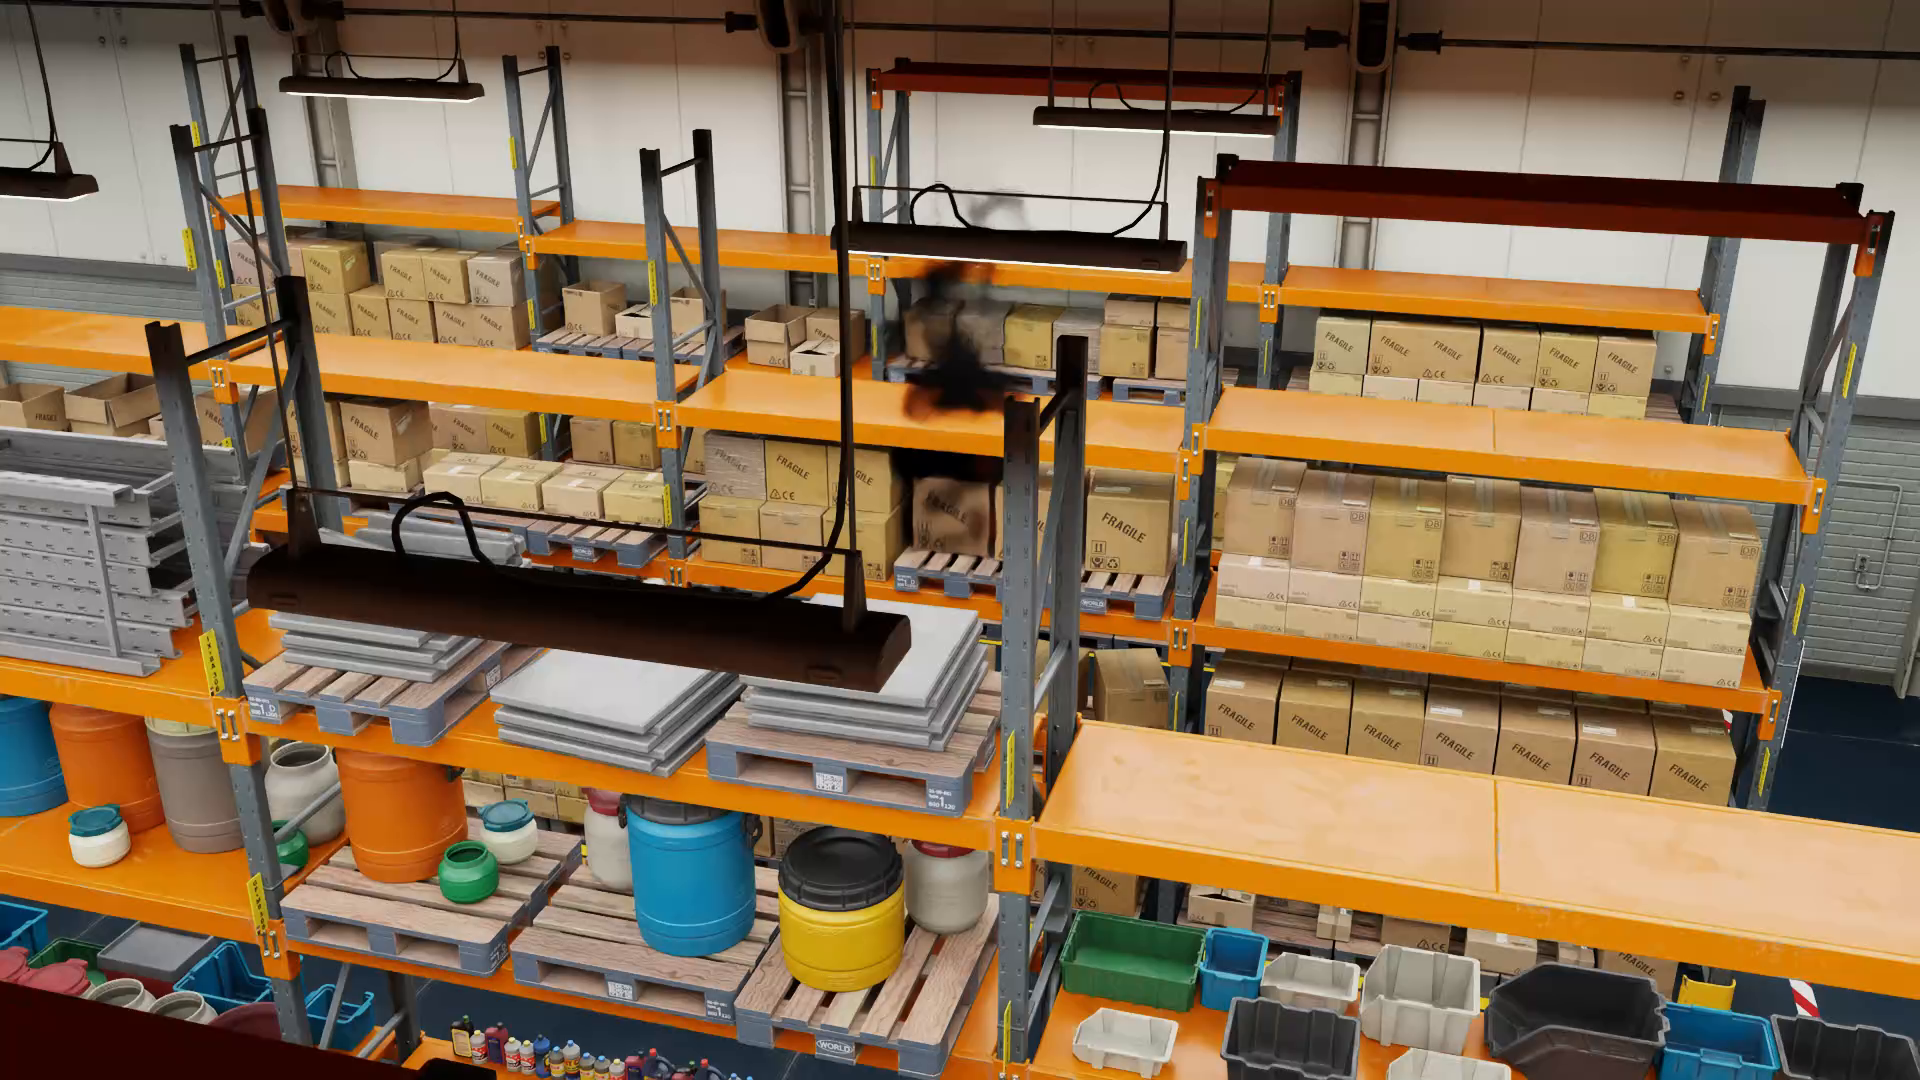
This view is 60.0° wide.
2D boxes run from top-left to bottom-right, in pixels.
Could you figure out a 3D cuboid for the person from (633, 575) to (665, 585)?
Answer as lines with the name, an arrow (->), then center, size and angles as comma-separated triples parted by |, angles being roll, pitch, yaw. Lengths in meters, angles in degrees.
person -> -3.031, 0.923, 16.325 | 0.818, 1.761, 0.710 | 4, 23, 9
